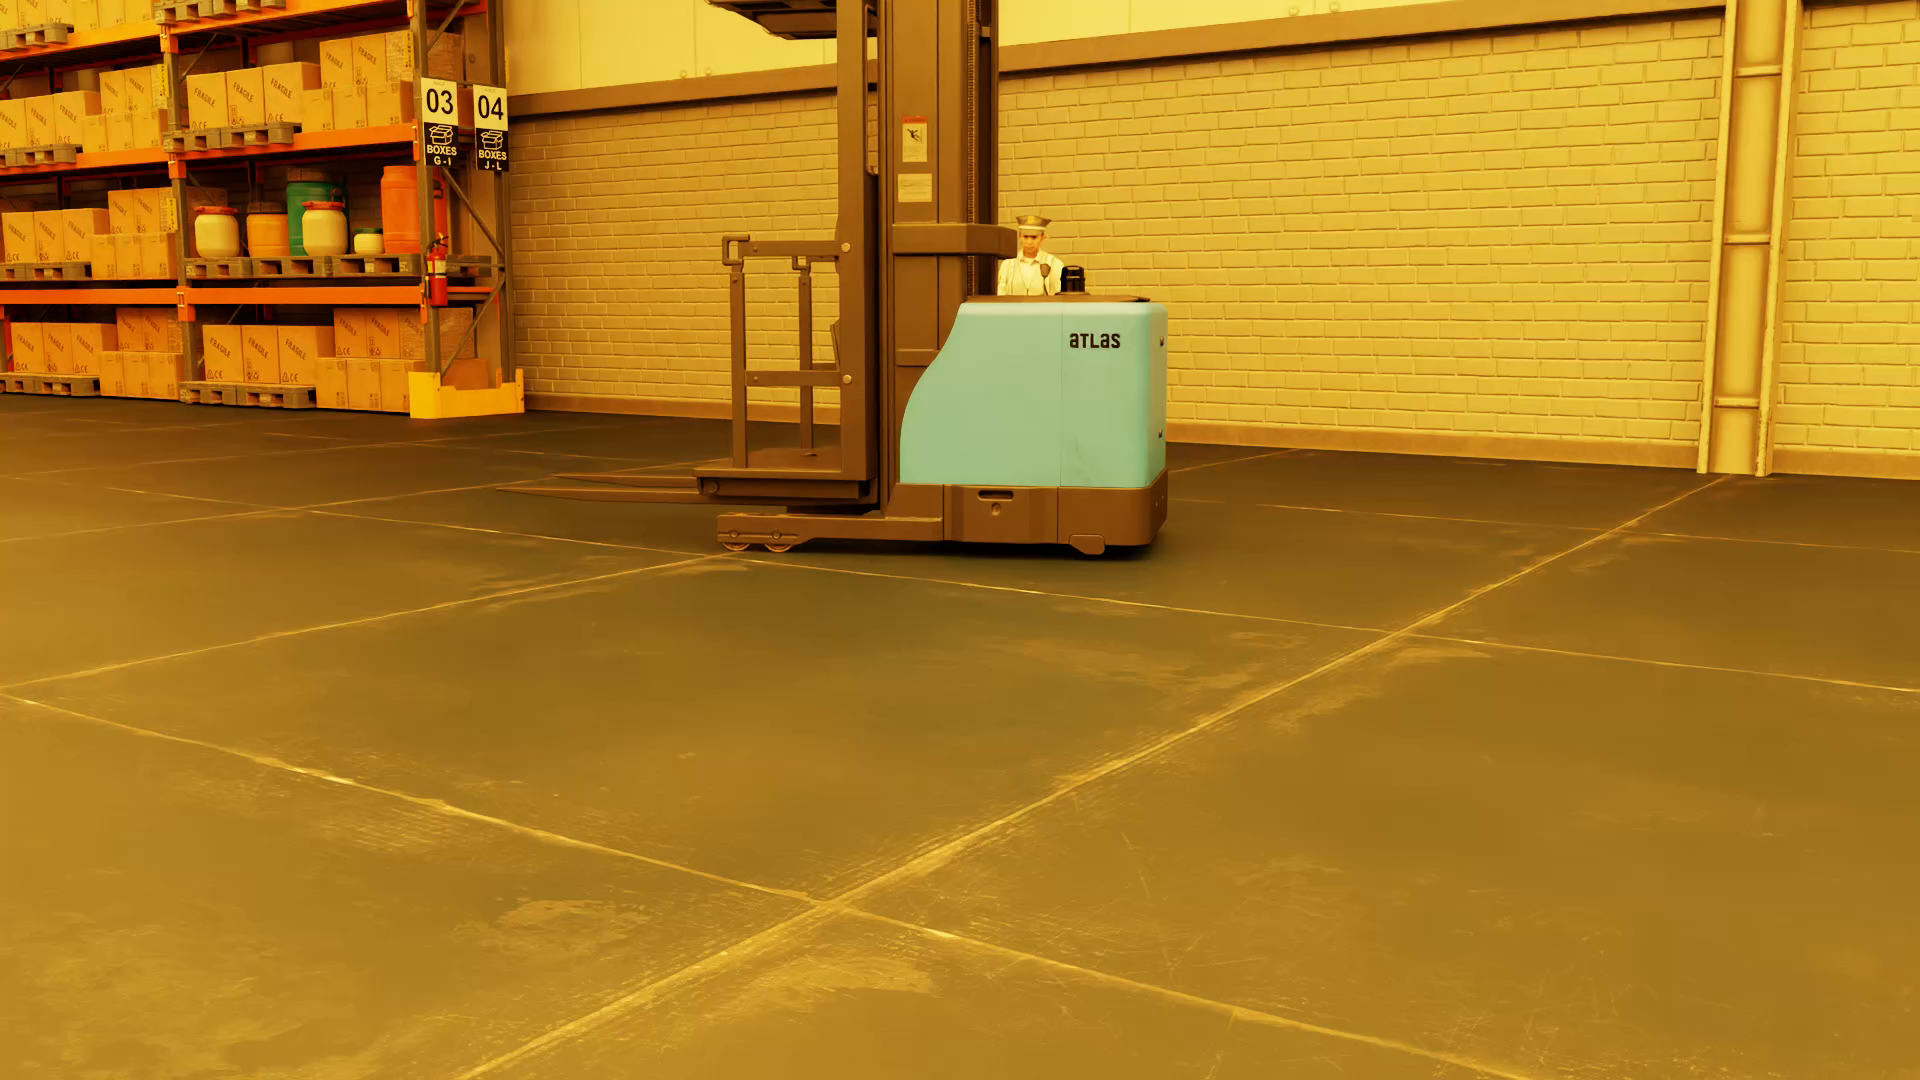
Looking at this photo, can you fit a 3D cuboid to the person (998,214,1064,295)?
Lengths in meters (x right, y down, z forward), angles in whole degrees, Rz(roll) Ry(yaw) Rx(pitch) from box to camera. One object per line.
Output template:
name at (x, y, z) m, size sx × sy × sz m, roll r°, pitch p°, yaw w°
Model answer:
person at (0.478, -1.357, 11.258) m, size 0.610 × 1.667 × 0.396 m, roll 2°, pitch 8°, yaw 11°

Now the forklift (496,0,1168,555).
forklift at (-0.596, -1.469, 7.520) m, size 3.031 × 2.935 × 1.130 m, roll 2°, pitch 8°, yaw 12°
